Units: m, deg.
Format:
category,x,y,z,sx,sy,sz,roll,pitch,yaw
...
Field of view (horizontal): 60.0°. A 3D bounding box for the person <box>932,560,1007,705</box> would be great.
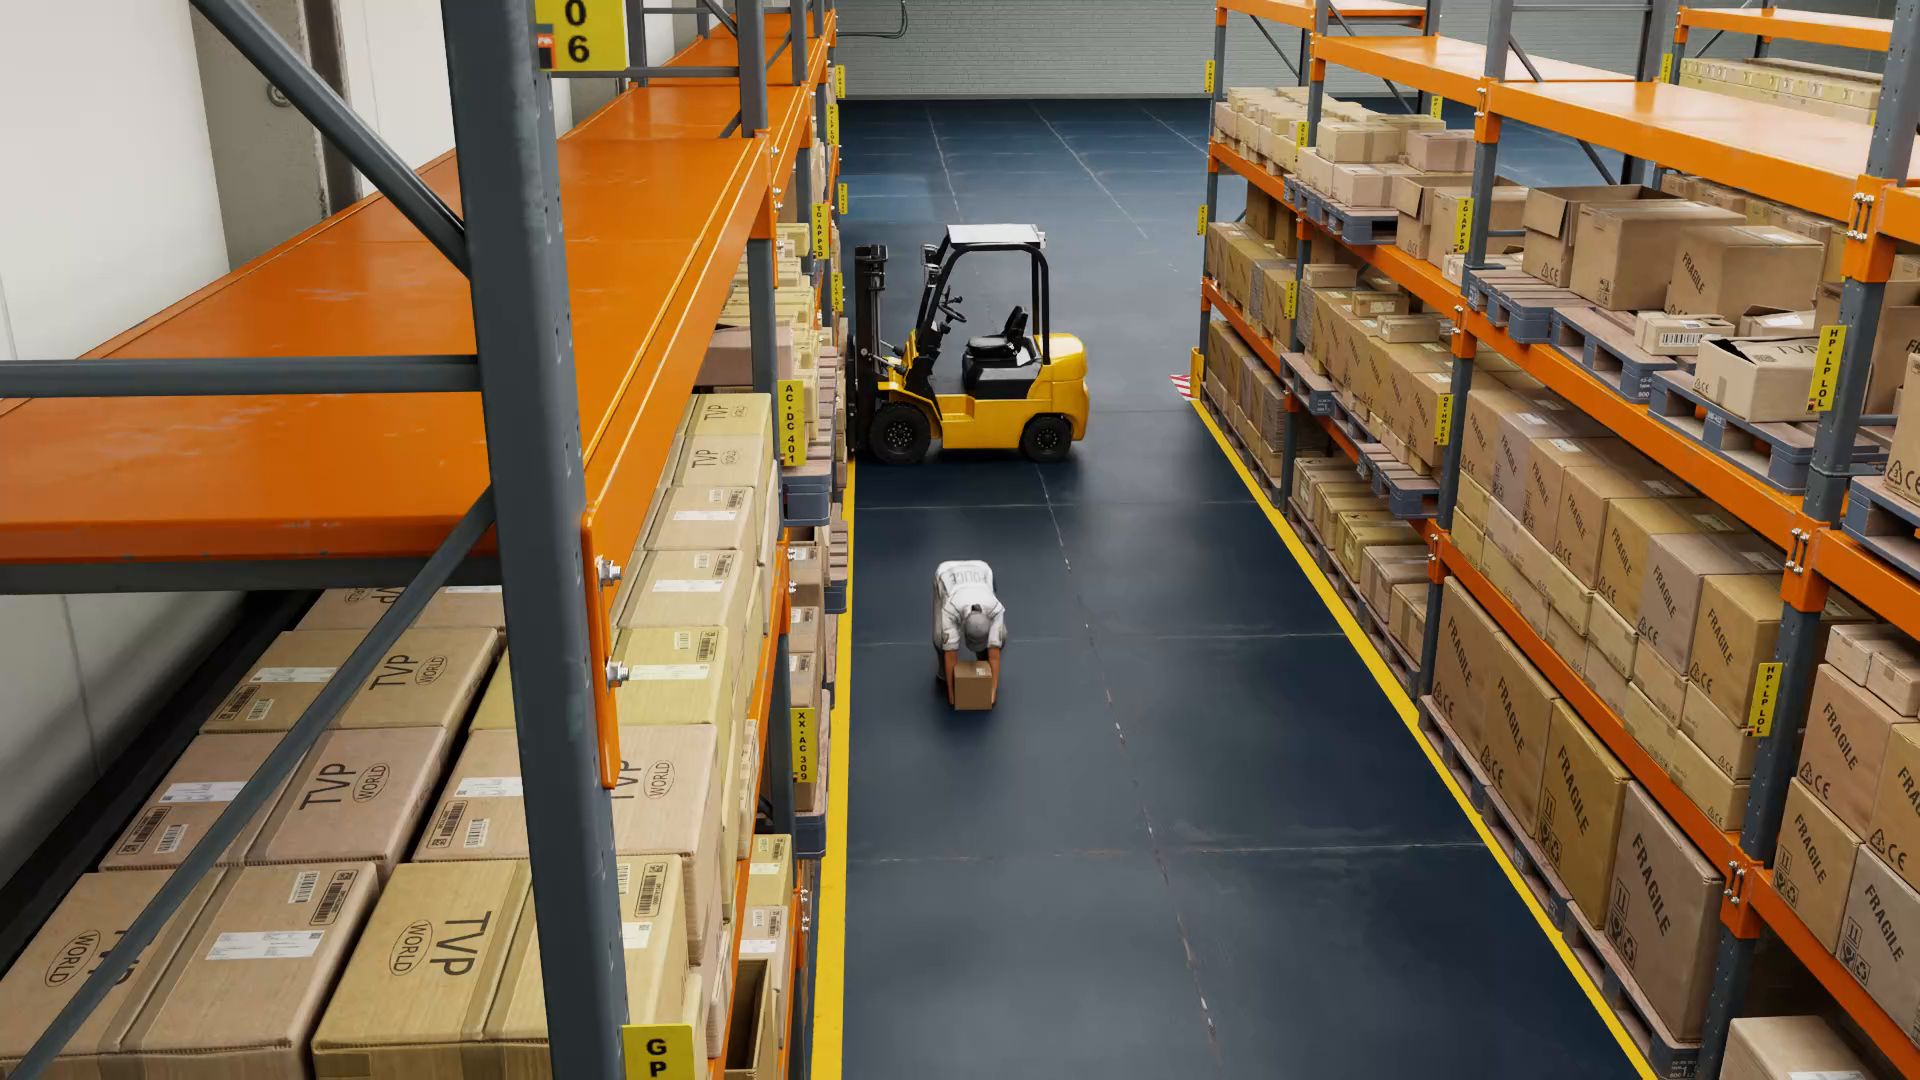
category,x,y,z,sx,sy,sz,roll,pitch,yaw
person,0.065,0.617,11.468,0.521,0.834,0.942,-2,21,-5
